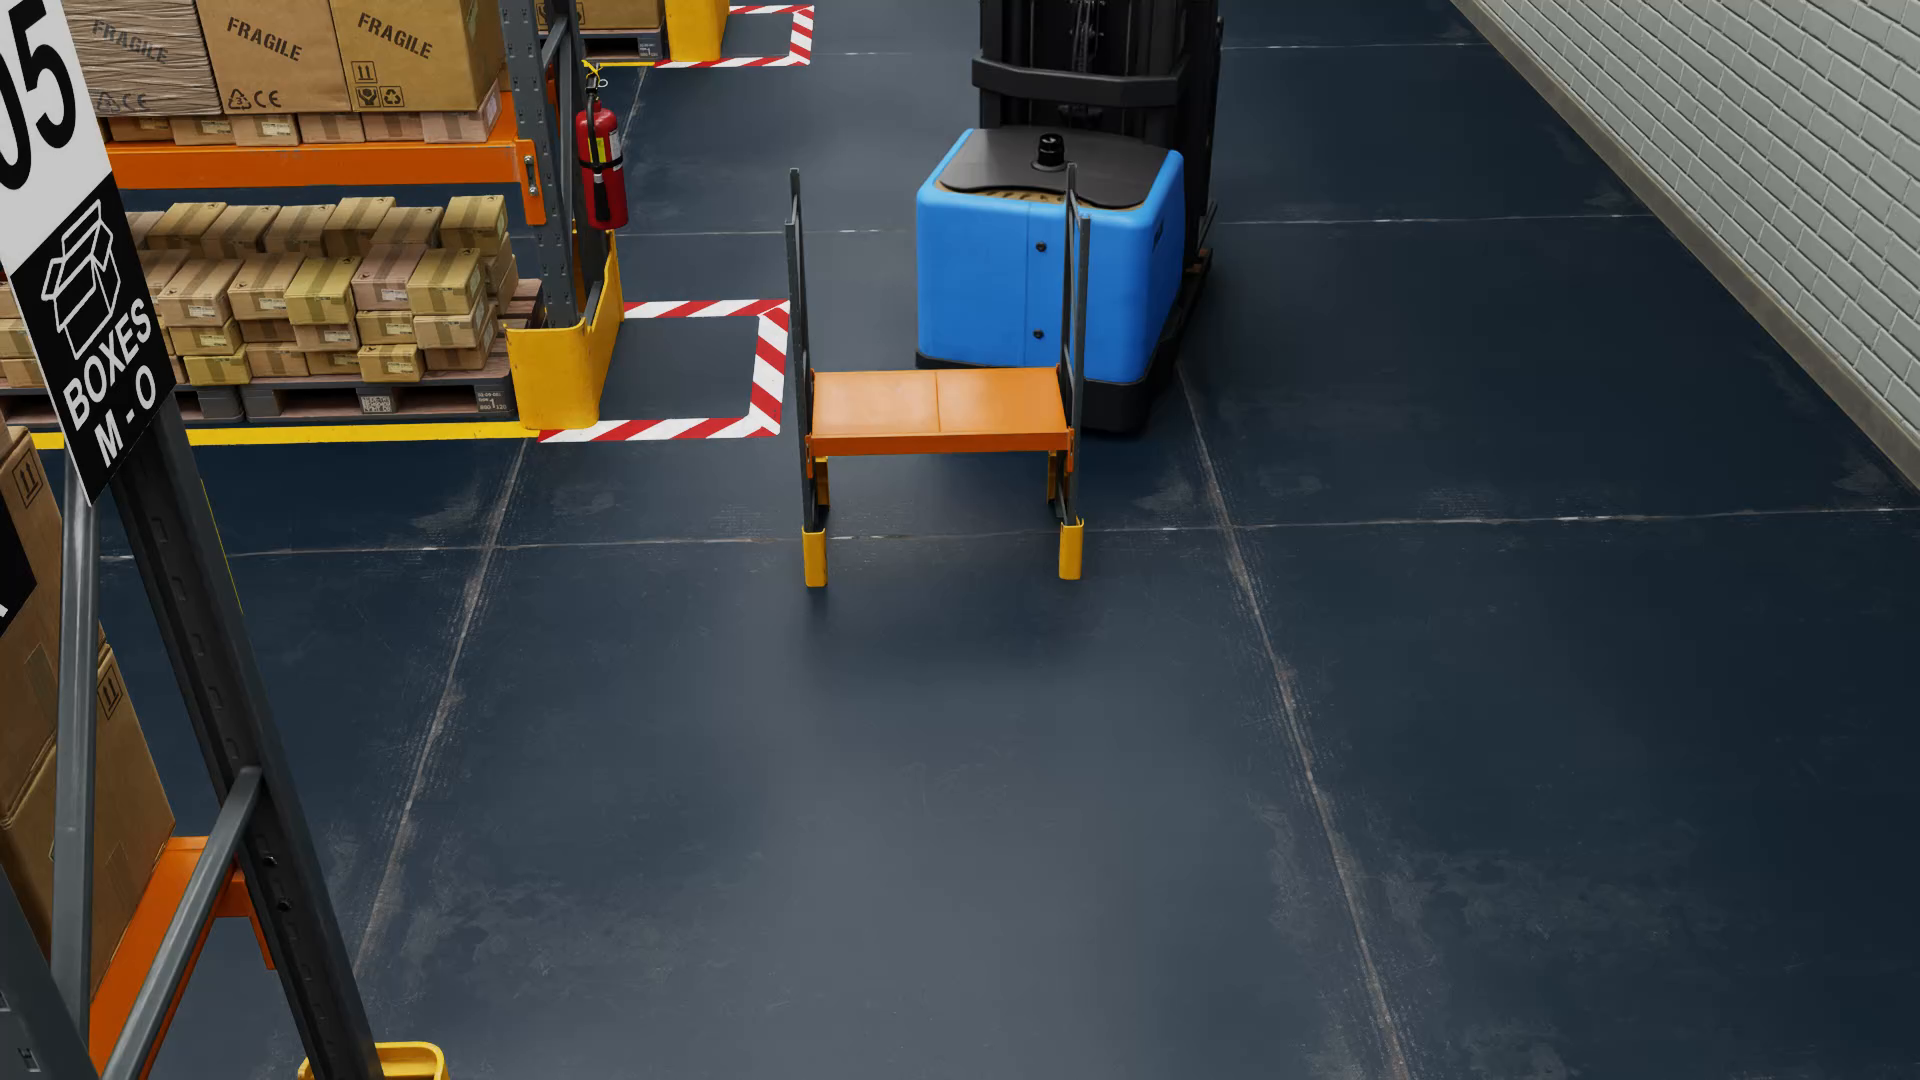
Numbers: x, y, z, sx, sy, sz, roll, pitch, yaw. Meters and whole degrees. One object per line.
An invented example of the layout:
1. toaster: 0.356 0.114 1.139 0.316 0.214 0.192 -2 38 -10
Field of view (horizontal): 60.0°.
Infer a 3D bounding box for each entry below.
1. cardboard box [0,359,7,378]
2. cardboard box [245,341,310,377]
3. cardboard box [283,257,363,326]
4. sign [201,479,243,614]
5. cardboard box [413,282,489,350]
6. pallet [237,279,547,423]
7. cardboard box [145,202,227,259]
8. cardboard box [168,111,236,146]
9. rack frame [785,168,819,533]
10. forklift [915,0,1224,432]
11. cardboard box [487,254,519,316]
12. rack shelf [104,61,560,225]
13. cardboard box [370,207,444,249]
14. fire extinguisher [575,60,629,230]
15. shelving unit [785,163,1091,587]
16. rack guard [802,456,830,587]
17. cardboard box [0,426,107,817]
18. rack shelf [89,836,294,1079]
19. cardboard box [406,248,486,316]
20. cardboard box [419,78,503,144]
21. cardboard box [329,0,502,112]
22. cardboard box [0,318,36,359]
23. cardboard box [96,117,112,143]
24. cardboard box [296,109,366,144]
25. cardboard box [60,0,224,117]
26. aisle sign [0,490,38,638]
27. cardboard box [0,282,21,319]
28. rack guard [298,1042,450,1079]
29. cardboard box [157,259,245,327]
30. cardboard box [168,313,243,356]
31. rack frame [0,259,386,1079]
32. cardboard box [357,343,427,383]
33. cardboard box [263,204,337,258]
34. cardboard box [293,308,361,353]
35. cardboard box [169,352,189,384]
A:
1. cardboard box: -4.348 -0.889 7.534 0.250 0.149 0.380 -3 35 -4
2. cardboard box: -3.043 -0.894 7.542 0.250 0.149 0.380 -1 35 -2
3. cardboard box: -2.784 -1.096 7.312 0.250 0.149 0.380 -2 35 -3
4. sign: -1.446 0.044 3.220 0.005 0.325 0.100 -2 35 -2
5. cardboard box: -2.275 -1.009 7.447 0.250 0.149 0.380 -2 35 -4
6. pallet: -2.650 -0.913 7.883 1.213 0.211 1.003 -2 35 -2
7. cardboard box: -3.614 -1.440 7.809 0.250 0.149 0.380 -1 35 -1
8. cardboard box: -3.092 -1.779 6.906 0.250 0.149 0.380 -3 35 -4
9. rack frame: -0.593 -0.601 6.300 0.032 1.500 0.500 -2 35 -2
10. forklift: 0.697 -2.515 7.809 1.130 2.935 3.031 9 36 13
11. cardboard box: -2.300 -1.231 8.029 0.250 0.149 0.380 -1 35 -1
12. rack shelf: -3.759 -1.713 7.222 4.000 0.370 1.077 -2 35 -2
13. cardboard box: -2.570 -1.411 7.767 0.250 0.149 0.380 -1 35 -1
14. fire extinguisher: -1.488 -1.622 6.854 0.183 0.674 0.296 -2 35 -2
15. shelving unit: -0.076 -0.615 6.320 1.083 1.500 0.587 -2 35 -2
16. rack guard: -0.574 -0.087 6.657 0.087 0.250 0.587 -2 35 -2
17. cardboard box: -1.919 0.147 2.936 0.500 0.500 0.500 -2 35 -3
18. rack shelf: -3.424 1.098 3.160 4.000 0.370 1.077 -2 35 -2
19. cardboard box: -2.278 -1.150 7.389 0.250 0.149 0.380 -1 35 -2
20. cardboard box: -2.073 -1.790 6.922 0.250 0.149 0.380 -1 35 -2
21. cardboard box: -2.198 -2.068 6.753 0.500 0.500 0.500 -1 35 -1
22. cardboard box: -4.088 -0.961 7.378 0.250 0.149 0.380 -2 35 -3
23. cardboard box: -3.629 -1.789 6.920 0.250 0.149 0.380 -1 35 -1
24. cardboard box: -2.573 -1.790 6.921 0.250 0.149 0.380 -2 35 -3
25. cardboard box: -3.218 -2.038 6.710 0.500 0.500 0.500 -1 35 -2
26. aisle sign: -1.339 -0.147 2.042 0.004 0.787 0.394 -2 35 -2
27. cardboard box: -4.089 -1.135 7.368 0.250 0.149 0.380 -3 35 -4
28. rack guard: -1.402 1.775 3.746 0.348 0.500 1.175 -2 35 -2
29. cardboard box: -3.312 -1.087 7.298 0.250 0.149 0.380 0 35 0
30. cardboard box: -3.310 -0.973 7.395 0.250 0.149 0.380 -1 35 -2
31. rack frame: -1.426 0.748 3.033 0.127 3.000 1.000 -2 35 -2
32. cardboard box: -2.529 -0.866 7.502 0.250 0.149 0.380 -1 35 -1
33. cardboard box: -3.072 -1.424 7.784 0.250 0.149 0.380 -3 35 -5
34. cardboard box: -2.794 -0.994 7.426 0.250 0.149 0.380 -3 35 -4
35. cardboard box: -3.569 -0.856 7.487 0.250 0.149 0.380 -1 35 -1
